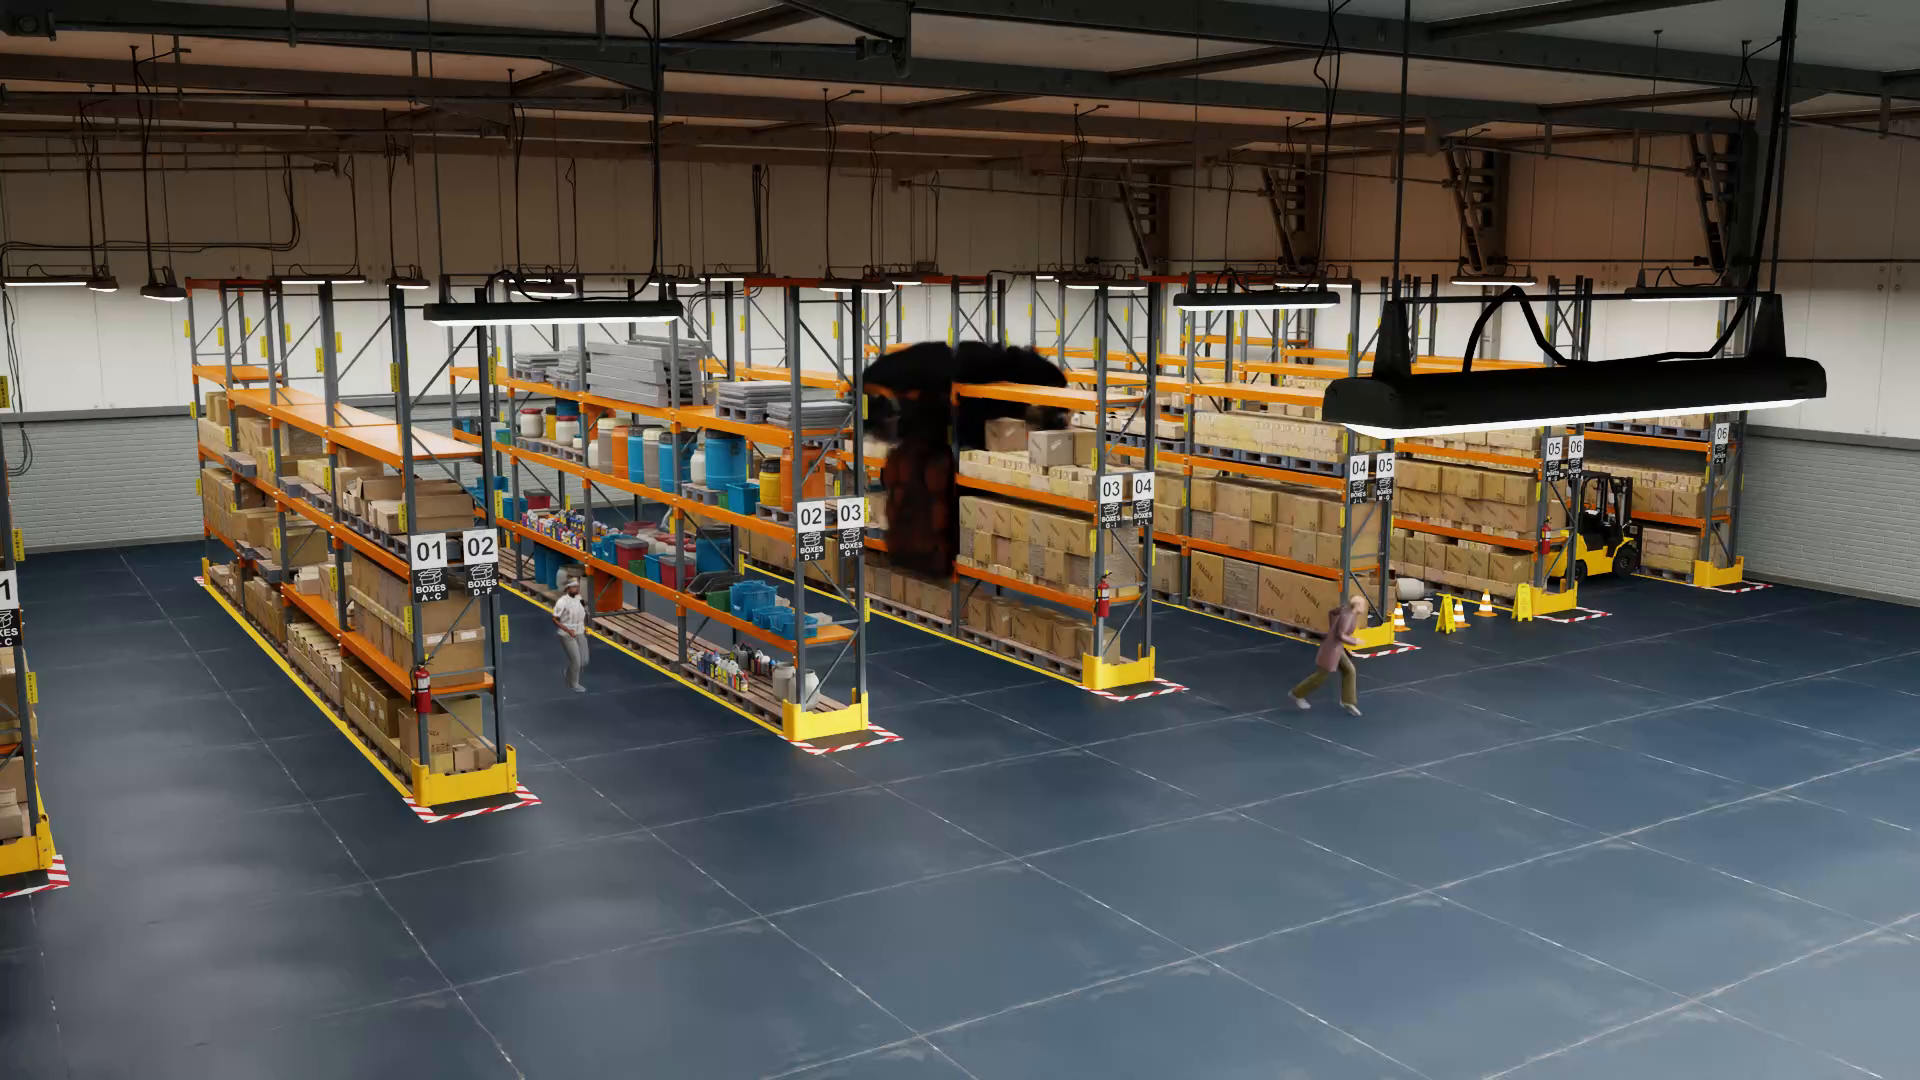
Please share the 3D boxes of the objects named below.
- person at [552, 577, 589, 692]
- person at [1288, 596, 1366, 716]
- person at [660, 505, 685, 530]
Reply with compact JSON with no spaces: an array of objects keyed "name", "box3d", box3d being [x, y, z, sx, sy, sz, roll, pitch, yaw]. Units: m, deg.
[{"name":"person","box3d":[-5.499,1.331,23.496,0.520,1.671,0.583,7,12,35]},{"name":"person","box3d":[5.164,1.626,23.413,1.048,1.747,0.753,2,10,12]},{"name":"person","box3d":[-6.704,-1.023,39.149,0.751,1.723,0.619,-4,10,-20]}]
